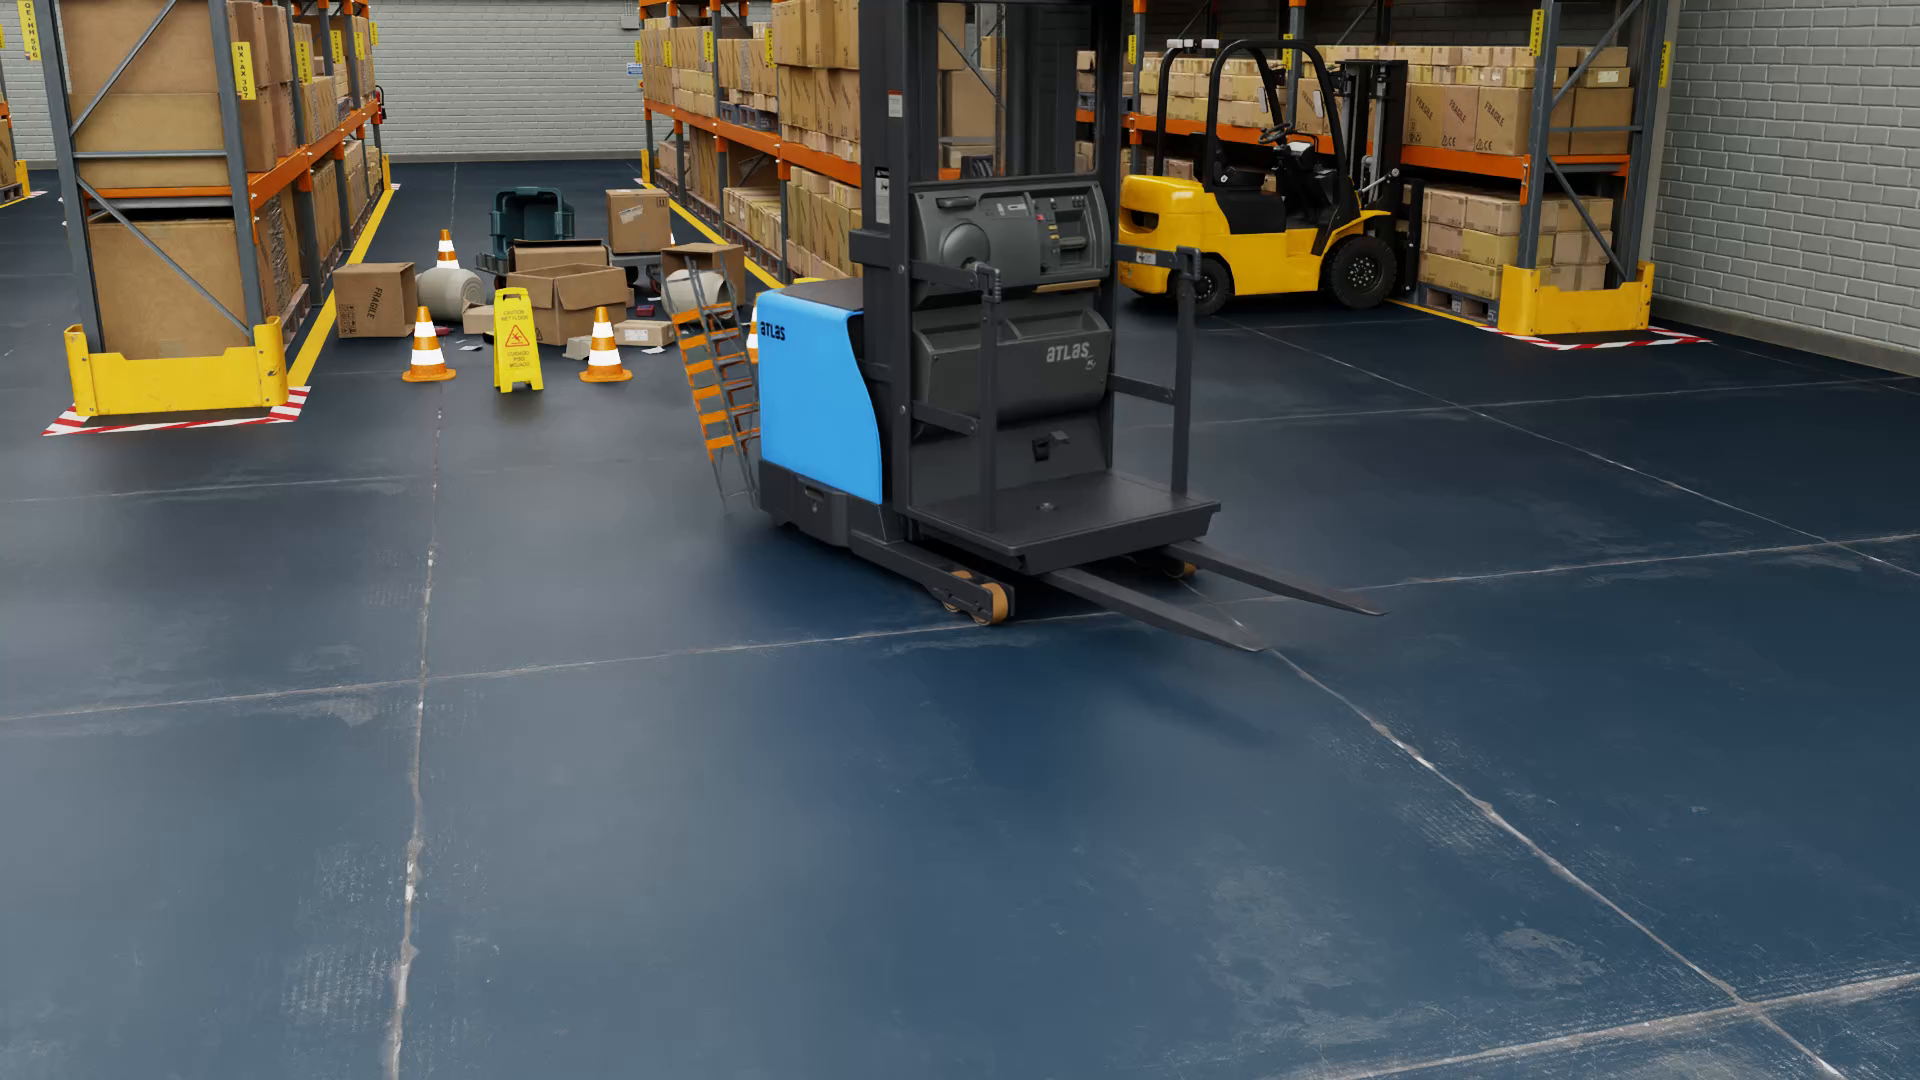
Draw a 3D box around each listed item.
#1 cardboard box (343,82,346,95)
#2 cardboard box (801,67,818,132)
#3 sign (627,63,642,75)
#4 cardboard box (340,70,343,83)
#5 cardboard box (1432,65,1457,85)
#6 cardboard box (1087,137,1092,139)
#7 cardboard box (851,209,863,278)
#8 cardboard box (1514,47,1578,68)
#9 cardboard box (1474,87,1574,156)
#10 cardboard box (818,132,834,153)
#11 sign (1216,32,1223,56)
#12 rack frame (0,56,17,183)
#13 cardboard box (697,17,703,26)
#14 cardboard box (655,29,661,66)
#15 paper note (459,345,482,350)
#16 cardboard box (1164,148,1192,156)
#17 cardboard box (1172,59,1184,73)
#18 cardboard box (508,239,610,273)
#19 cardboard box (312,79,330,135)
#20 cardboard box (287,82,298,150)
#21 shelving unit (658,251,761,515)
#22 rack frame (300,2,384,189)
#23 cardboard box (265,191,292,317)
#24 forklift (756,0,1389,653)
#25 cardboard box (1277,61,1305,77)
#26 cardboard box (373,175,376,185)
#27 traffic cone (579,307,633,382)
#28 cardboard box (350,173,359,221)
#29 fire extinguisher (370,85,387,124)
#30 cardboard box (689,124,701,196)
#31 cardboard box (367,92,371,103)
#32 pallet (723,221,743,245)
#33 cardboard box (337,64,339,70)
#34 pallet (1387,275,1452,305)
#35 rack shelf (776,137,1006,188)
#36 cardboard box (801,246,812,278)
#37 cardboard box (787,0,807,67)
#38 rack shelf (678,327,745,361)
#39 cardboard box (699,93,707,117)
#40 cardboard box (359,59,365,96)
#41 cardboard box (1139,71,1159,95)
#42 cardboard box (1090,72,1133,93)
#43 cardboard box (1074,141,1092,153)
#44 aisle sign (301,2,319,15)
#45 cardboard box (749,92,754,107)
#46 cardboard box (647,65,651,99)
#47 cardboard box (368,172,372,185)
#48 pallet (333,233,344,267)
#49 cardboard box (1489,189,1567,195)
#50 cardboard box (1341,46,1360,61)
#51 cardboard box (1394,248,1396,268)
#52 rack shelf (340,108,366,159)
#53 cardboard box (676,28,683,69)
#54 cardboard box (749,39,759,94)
[{"bbox_3d":[-7.616,-5.433,20.033,0.380,0.149,0.250,-5,17,-15],"label":"cardboard box"},{"bbox_3d":[-0.985,-3.564,13.412,0.500,0.500,0.500,-5,17,-16],"label":"cardboard box"},{"bbox_3d":[-6.057,-8.814,31.110,0.327,0.218,0.001,-5,17,-15],"label":"sign"},{"bbox_3d":[-7.536,-5.500,19.737,0.380,0.149,0.250,-5,18,-17],"label":"cardboard box"},{"bbox_3d":[4.096,-3.798,13.581,0.380,0.149,0.250,-5,18,-17],"label":"cardboard box"},{"bbox_3d":[1.980,-5.497,23.026,0.380,0.149,0.250,-5,17,-15],"label":"cardboard box"},{"bbox_3d":[-0.495,-2.132,12.082,0.500,0.500,0.500,-5,17,-15],"label":"cardboard box"},{"bbox_3d":[4.446,-3.665,12.620,0.380,0.149,0.250,-5,17,-15],"label":"cardboard box"},{"bbox_3d":[4.360,-3.244,12.865,0.500,0.500,0.500,-5,17,-16],"label":"cardboard box"},{"bbox_3d":[-0.907,-3.139,13.126,0.380,0.149,0.250,-5,17,-15],"label":"cardboard box"},{"bbox_3d":[3.082,-5.893,19.845,0.100,0.325,0.005,-5,17,-15],"label":"sign"},{"bbox_3d":[-13.950,-6.330,23.311,1.000,3.000,0.127,-5,17,-15],"label":"rack frame"},{"bbox_3d":[-3.681,-6.986,22.456,0.380,0.149,0.250,-4,17,-14],"label":"cardboard box"},{"bbox_3d":[-3.998,-6.924,23.375,0.500,0.500,0.500,-4,17,-15],"label":"cardboard box"},{"bbox_3d":[-3.543,-1.402,12.070,0.144,0.017,0.142,1,17,4],"label":"paper note"},{"bbox_3d":[2.705,-4.778,20.631,0.380,0.149,0.250,-4,17,-12],"label":"cardboard box"},{"bbox_3d":[2.607,-5.327,18.671,0.380,0.149,0.250,-4,17,-15],"label":"cardboard box"},{"bbox_3d":[-3.206,-2.101,13.336,0.797,0.637,0.503,-5,17,-15],"label":"cardboard box"},{"bbox_3d":[-6.154,-4.008,15.407,0.500,0.500,0.500,-4,17,-14],"label":"cardboard box"},{"bbox_3d":[-5.742,-3.346,13.115,0.875,0.550,0.550,-5,17,-15],"label":"cardboard box"},{"bbox_3d":[-1.111,-0.734,7.803,0.189,1.200,0.258,-9,8,38],"label":"shelving unit"},{"bbox_3d":[-9.153,-6.694,24.524,1.000,3.000,0.127,-5,17,-15],"label":"rack frame"},{"bbox_3d":[-5.498,-2.130,12.292,0.875,0.875,0.875,-5,17,-15],"label":"cardboard box"},{"bbox_3d":[0.347,-1.233,6.462,1.130,2.935,3.031,-12,20,-34],"label":"forklift"},{"bbox_3d":[3.341,-4.623,16.328,0.380,0.149,0.250,-4,17,-13],"label":"cardboard box"},{"bbox_3d":[-8.383,-5.048,23.268,0.380,0.149,0.250,-4,17,-14],"label":"cardboard box"},{"bbox_3d":[-2.356,-1.308,11.002,0.336,0.463,0.334,-5,17,-15],"label":"traffic cone"},{"bbox_3d":[-7.045,-3.840,18.637,0.500,0.500,0.500,-4,17,-15],"label":"cardboard box"},{"bbox_3d":[-8.778,-6.585,24.942,0.296,0.674,0.183,-5,17,-15],"label":"fire extinguisher"},{"bbox_3d":[-3.075,-5.025,21.931,0.875,0.875,0.875,-4,17,-14],"label":"cardboard box"},{"bbox_3d":[-8.583,-6.297,23.639,0.380,0.149,0.250,-4,17,-14],"label":"cardboard box"},{"bbox_3d":[-2.009,-3.349,18.234,1.003,0.211,1.213,-5,17,-15],"label":"pallet"},{"bbox_3d":[-7.475,-5.571,19.457,0.380,0.149,0.250,-5,18,-17],"label":"cardboard box"},{"bbox_3d":[4.165,-2.291,14.711,1.003,0.211,1.213,-5,17,-15],"label":"pallet"},{"bbox_3d":[-0.574,-2.896,13.131,1.077,0.370,4.000,-5,17,-15],"label":"rack shelf"},{"bbox_3d":[-1.063,-2.347,14.101,0.500,0.250,0.500,-4,17,-12],"label":"cardboard box"},{"bbox_3d":[-0.980,-4.041,13.260,0.700,0.500,0.500,-5,17,-16],"label":"cardboard box"},{"bbox_3d":[-1.159,-0.922,7.782,0.180,0.103,0.258,-9,8,38],"label":"rack shelf"},{"bbox_3d":[-2.767,-5.088,19.438,0.500,0.250,0.500,-4,17,-14],"label":"cardboard box"},{"bbox_3d":[-8.090,-6.071,21.759,0.500,0.500,0.500,-5,17,-15],"label":"cardboard box"},{"bbox_3d":[2.412,-5.318,19.333,0.500,0.250,0.500,-5,17,-15],"label":"cardboard box"},{"bbox_3d":[1.948,-5.690,20.710,0.500,0.250,0.500,-6,18,-18],"label":"cardboard box"},{"bbox_3d":[1.711,-5.239,22.166,0.380,0.149,0.250,-4,17,-13],"label":"cardboard box"},{"bbox_3d":[-9.461,-7.936,24.138,0.394,0.787,0.004,-5,17,-15],"label":"aisle sign"},{"bbox_3d":[-1.915,-4.426,16.679,0.380,0.149,0.250,-4,17,-14],"label":"cardboard box"},{"bbox_3d":[-4.400,-6.868,24.929,0.500,0.500,0.500,-5,17,-16],"label":"cardboard box"},{"bbox_3d":[-7.846,-4.692,21.565,0.380,0.149,0.250,-4,17,-13],"label":"cardboard box"},{"bbox_3d":[-6.810,-2.922,16.812,1.003,0.211,1.213,-5,17,-15],"label":"pallet"},{"bbox_3d":[4.657,-2.730,13.639,0.500,0.250,0.500,-5,17,-15],"label":"cardboard box"},{"bbox_3d":[3.660,-4.363,14.943,0.380,0.149,0.250,-4,17,-14],"label":"cardboard box"},{"bbox_3d":[3.894,-2.490,14.576,0.500,0.250,0.500,-4,17,-13],"label":"cardboard box"},{"bbox_3d":[-7.504,-4.690,19.102,1.077,0.370,4.000,-5,17,-15],"label":"rack shelf"},{"bbox_3d":[-3.311,-6.251,21.136,0.500,0.500,0.500,-5,17,-16],"label":"cardboard box"},{"bbox_3d":[-1.745,-4.576,16.050,0.500,0.500,0.500,-4,17,-13],"label":"cardboard box"}]
